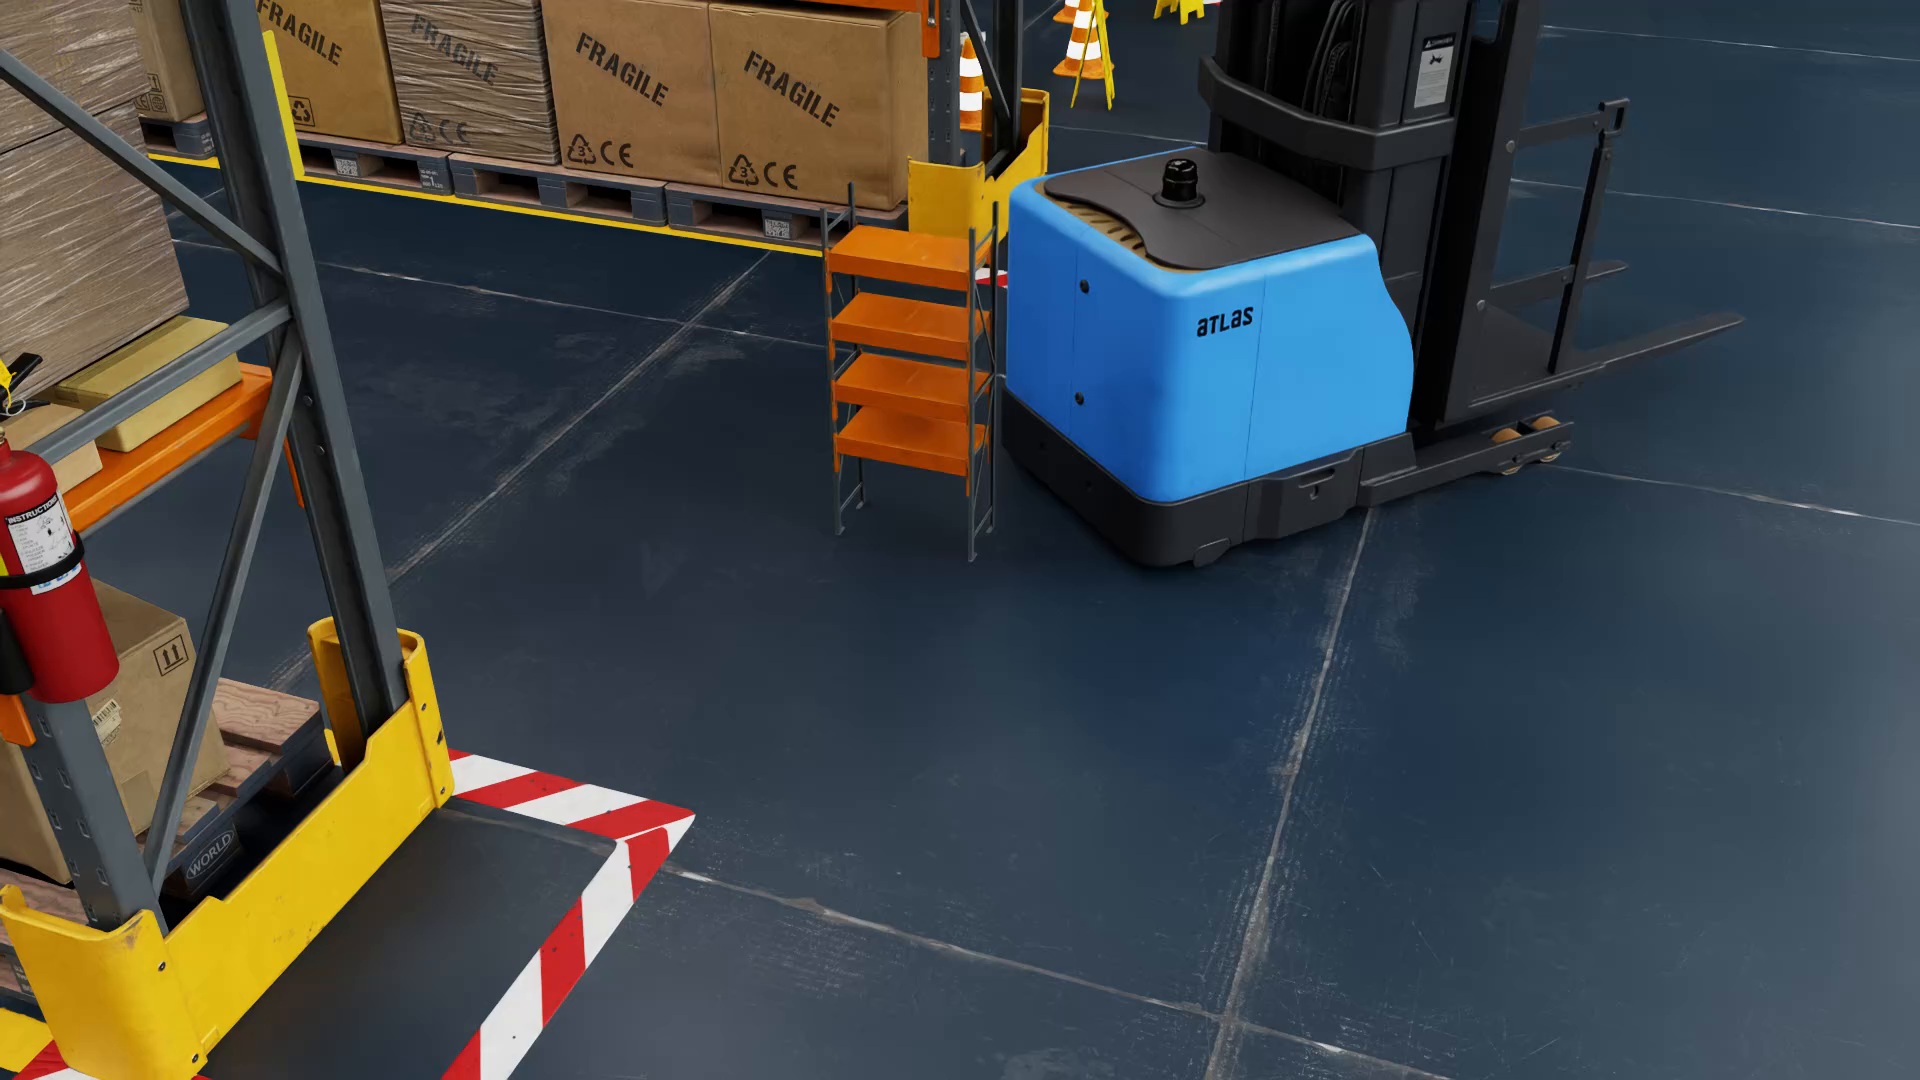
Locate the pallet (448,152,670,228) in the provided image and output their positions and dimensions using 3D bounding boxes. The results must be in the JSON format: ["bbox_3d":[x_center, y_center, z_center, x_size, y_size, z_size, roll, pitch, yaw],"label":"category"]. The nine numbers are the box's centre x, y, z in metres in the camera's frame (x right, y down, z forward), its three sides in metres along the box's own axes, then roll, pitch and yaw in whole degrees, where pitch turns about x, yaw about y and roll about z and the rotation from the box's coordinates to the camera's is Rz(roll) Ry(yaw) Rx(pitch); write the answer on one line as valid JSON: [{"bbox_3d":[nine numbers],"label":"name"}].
[{"bbox_3d":[-1.843,-1.973,8.611,1.213,0.211,1.003,11,34,16],"label":"pallet"}]

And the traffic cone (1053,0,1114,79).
[{"bbox_3d":[0.761,-3.085,10.102,0.334,0.463,0.336,11,34,16],"label":"traffic cone"}]

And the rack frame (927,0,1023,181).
[{"bbox_3d":[0.081,-2.814,7.343,0.127,3.000,1.000,11,34,16],"label":"rack frame"}]

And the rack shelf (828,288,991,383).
[{"bbox_3d":[-0.156,-0.666,5.387,0.480,0.148,0.258,11,34,16],"label":"rack shelf"}]

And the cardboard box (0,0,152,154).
[{"bbox_3d":[-2.114,-1.127,3.442,0.500,0.500,0.500,11,34,16],"label":"cardboard box"}]

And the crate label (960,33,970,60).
[{"bbox_3d":[0.000,-3.061,10.364,0.298,0.136,0.250,-6,33,-9],"label":"crate label"}]

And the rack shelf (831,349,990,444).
[{"bbox_3d":[-0.156,-0.478,5.508,0.480,0.148,0.258,11,34,16],"label":"rack shelf"}]

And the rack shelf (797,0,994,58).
[{"bbox_3d":[-1.802,-2.878,8.105,4.000,0.370,1.077,11,34,16],"label":"rack shelf"}]

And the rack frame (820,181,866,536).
[{"bbox_3d":[-0.386,-0.579,5.541,0.015,1.200,0.240,11,34,16],"label":"rack frame"}]

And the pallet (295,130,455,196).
[{"bbox_3d":[-2.995,-2.195,8.956,1.213,0.211,1.003,11,34,16],"label":"pallet"}]

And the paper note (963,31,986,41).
[{"bbox_3d":[0.094,-3.269,10.786,0.142,0.019,0.148,0,33,0],"label":"paper note"}]

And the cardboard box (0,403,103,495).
[{"bbox_3d":[-2.026,-0.141,3.435,0.250,0.149,0.380,11,34,16],"label":"cardboard box"}]

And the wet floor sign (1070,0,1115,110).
[{"bbox_3d":[0.776,-2.831,9.539,0.232,0.644,0.267,5,33,8],"label":"wet floor sign"}]

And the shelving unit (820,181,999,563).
[{"bbox_3d":[-0.156,-0.534,5.471,0.503,1.200,0.258,11,34,16],"label":"shelving unit"}]

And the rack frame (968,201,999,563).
[{"bbox_3d":[0.074,-0.490,5.402,0.015,1.200,0.240,11,34,16],"label":"rack frame"}]

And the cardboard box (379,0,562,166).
[{"bbox_3d":[-2.267,-2.516,8.453,0.875,0.875,0.875,11,35,17],"label":"cardboard box"}]

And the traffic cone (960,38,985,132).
[{"bbox_3d":[0.060,-2.571,9.305,0.334,0.463,0.336,11,34,16],"label":"traffic cone"}]

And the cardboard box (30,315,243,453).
[{"bbox_3d":[-1.876,-0.368,3.787,0.250,0.149,0.380,11,34,16],"label":"cardboard box"}]

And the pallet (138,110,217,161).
[{"bbox_3d":[-4.437,-2.477,9.392,1.213,0.211,1.003,11,34,16],"label":"pallet"}]

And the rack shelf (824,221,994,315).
[{"bbox_3d":[-0.156,-0.864,5.258,0.480,0.148,0.258,11,34,16],"label":"rack shelf"}]

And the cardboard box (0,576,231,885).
[{"bbox_3d":[-2.270,0.451,4.203,0.500,0.500,0.500,18,37,25],"label":"cardboard box"}]

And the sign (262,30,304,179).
[{"bbox_3d":[-1.505,-0.941,3.643,0.005,0.325,0.100,11,34,16],"label":"sign"}]

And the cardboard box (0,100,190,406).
[{"bbox_3d":[-2.196,-0.582,3.519,0.500,0.500,0.875,11,34,16],"label":"cardboard box"}]

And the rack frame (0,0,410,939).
[{"bbox_3d":[-1.688,-0.300,3.449,0.127,3.000,1.000,11,34,16],"label":"rack frame"}]

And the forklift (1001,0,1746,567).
[{"bbox_3d":[1.693,-1.705,5.689,3.031,2.935,1.130,-17,36,-24],"label":"forklift"}]

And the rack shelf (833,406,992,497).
[{"bbox_3d":[-0.156,-0.311,5.616,0.480,0.148,0.258,11,34,16],"label":"rack shelf"}]

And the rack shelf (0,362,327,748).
[{"bbox_3d":[-3.571,-0.364,4.211,4.000,0.370,1.077,11,34,16],"label":"rack shelf"}]

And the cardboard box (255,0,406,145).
[{"bbox_3d":[-3.116,-2.679,8.706,0.875,0.875,0.875,12,35,17],"label":"cardboard box"}]

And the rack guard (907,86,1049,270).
[{"bbox_3d":[0.103,-1.760,8.014,0.348,0.500,1.175,11,34,16],"label":"rack guard"}]

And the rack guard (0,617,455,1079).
[{"bbox_3d":[-1.759,0.736,4.149,0.348,0.500,1.175,11,34,16],"label":"rack guard"}]

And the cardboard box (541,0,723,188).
[{"bbox_3d":[-1.409,-2.348,8.193,0.875,0.875,0.875,10,34,16],"label":"cardboard box"}]

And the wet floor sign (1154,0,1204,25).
[{"bbox_3d":[1.473,-3.790,11.025,0.232,0.644,0.267,24,40,32],"label":"wet floor sign"}]

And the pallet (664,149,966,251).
[{"bbox_3d":[-0.698,-1.749,8.264,1.213,0.211,1.003,11,34,16],"label":"pallet"}]

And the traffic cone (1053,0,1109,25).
[{"bbox_3d":[0.816,-3.714,11.076,0.334,0.463,0.336,11,34,16],"label":"traffic cone"}]

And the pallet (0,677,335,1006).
[{"bbox_3d":[-2.512,0.691,4.485,1.213,0.211,1.003,11,34,16],"label":"pallet"}]

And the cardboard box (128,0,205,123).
[{"bbox_3d":[-4.300,-2.845,9.078,0.750,0.750,1.050,11,34,16],"label":"cardboard box"}]

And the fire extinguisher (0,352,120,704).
[{"bbox_3d":[-1.736,-0.011,3.073,0.183,0.674,0.296,11,34,16],"label":"fire extinguisher"}]

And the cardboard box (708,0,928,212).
[{"bbox_3d":[-0.580,-2.188,7.945,0.875,0.875,0.875,11,35,17],"label":"cardboard box"}]
